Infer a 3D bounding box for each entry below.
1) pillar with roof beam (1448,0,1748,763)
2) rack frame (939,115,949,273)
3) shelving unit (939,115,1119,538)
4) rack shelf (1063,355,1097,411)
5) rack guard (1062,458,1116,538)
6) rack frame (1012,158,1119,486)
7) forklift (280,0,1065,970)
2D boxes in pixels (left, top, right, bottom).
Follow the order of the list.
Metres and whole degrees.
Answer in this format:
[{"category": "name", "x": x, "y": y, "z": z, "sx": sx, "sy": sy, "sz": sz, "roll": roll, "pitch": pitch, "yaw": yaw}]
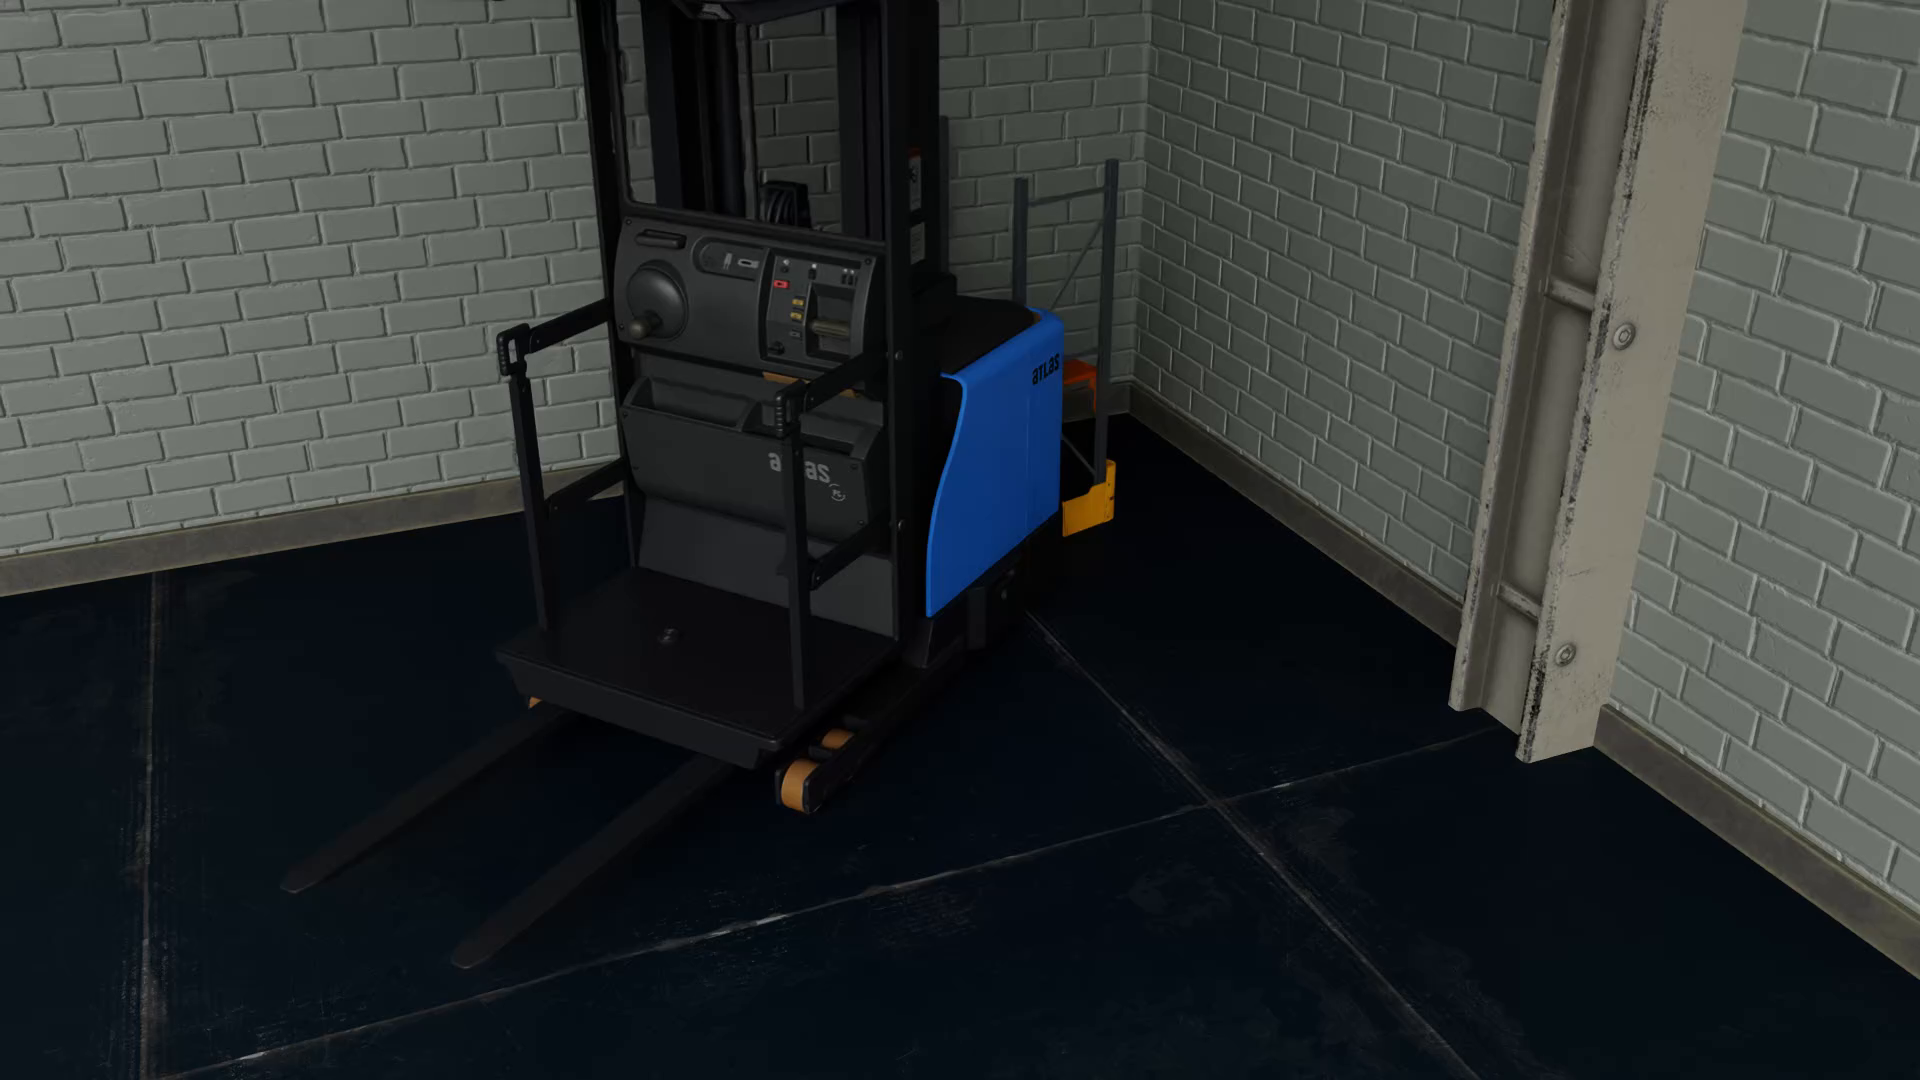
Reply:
[{"category": "pillar with roof beam", "x": -2.097, "y": -2.699, "z": 2.021, "sx": 9.100, "sy": 9.000, "sz": 0.400, "roll": -11, "pitch": 28, "yaw": -21}, {"category": "rack frame", "x": -0.250, "y": -1.040, "z": 7.171, "sx": 0.500, "sy": 1.500, "sz": 0.032, "roll": -20, "pitch": 32, "yaw": -35}, {"category": "shelving unit", "x": 0.079, "y": -0.865, "z": 6.812, "sx": 0.587, "sy": 1.500, "sz": 1.083, "roll": -20, "pitch": 32, "yaw": -35}, {"category": "rack shelf", "x": 0.074, "y": -0.706, "z": 6.898, "sx": 0.538, "sy": 0.185, "sz": 1.000, "roll": -20, "pitch": 32, "yaw": -35}, {"category": "rack guard", "x": 0.396, "y": -0.135, "z": 6.741, "sx": 0.587, "sy": 0.250, "sz": 0.087, "roll": -20, "pitch": 32, "yaw": -35}, {"category": "rack frame", "x": 0.397, "y": -0.696, "z": 6.466, "sx": 0.500, "sy": 1.500, "sz": 0.032, "roll": -20, "pitch": 32, "yaw": -35}, {"category": "forklift", "x": -0.765, "y": -0.714, "z": 4.873, "sx": 1.130, "sy": 2.935, "sz": 3.031, "roll": 14, "pitch": 29, "yaw": 26}]
